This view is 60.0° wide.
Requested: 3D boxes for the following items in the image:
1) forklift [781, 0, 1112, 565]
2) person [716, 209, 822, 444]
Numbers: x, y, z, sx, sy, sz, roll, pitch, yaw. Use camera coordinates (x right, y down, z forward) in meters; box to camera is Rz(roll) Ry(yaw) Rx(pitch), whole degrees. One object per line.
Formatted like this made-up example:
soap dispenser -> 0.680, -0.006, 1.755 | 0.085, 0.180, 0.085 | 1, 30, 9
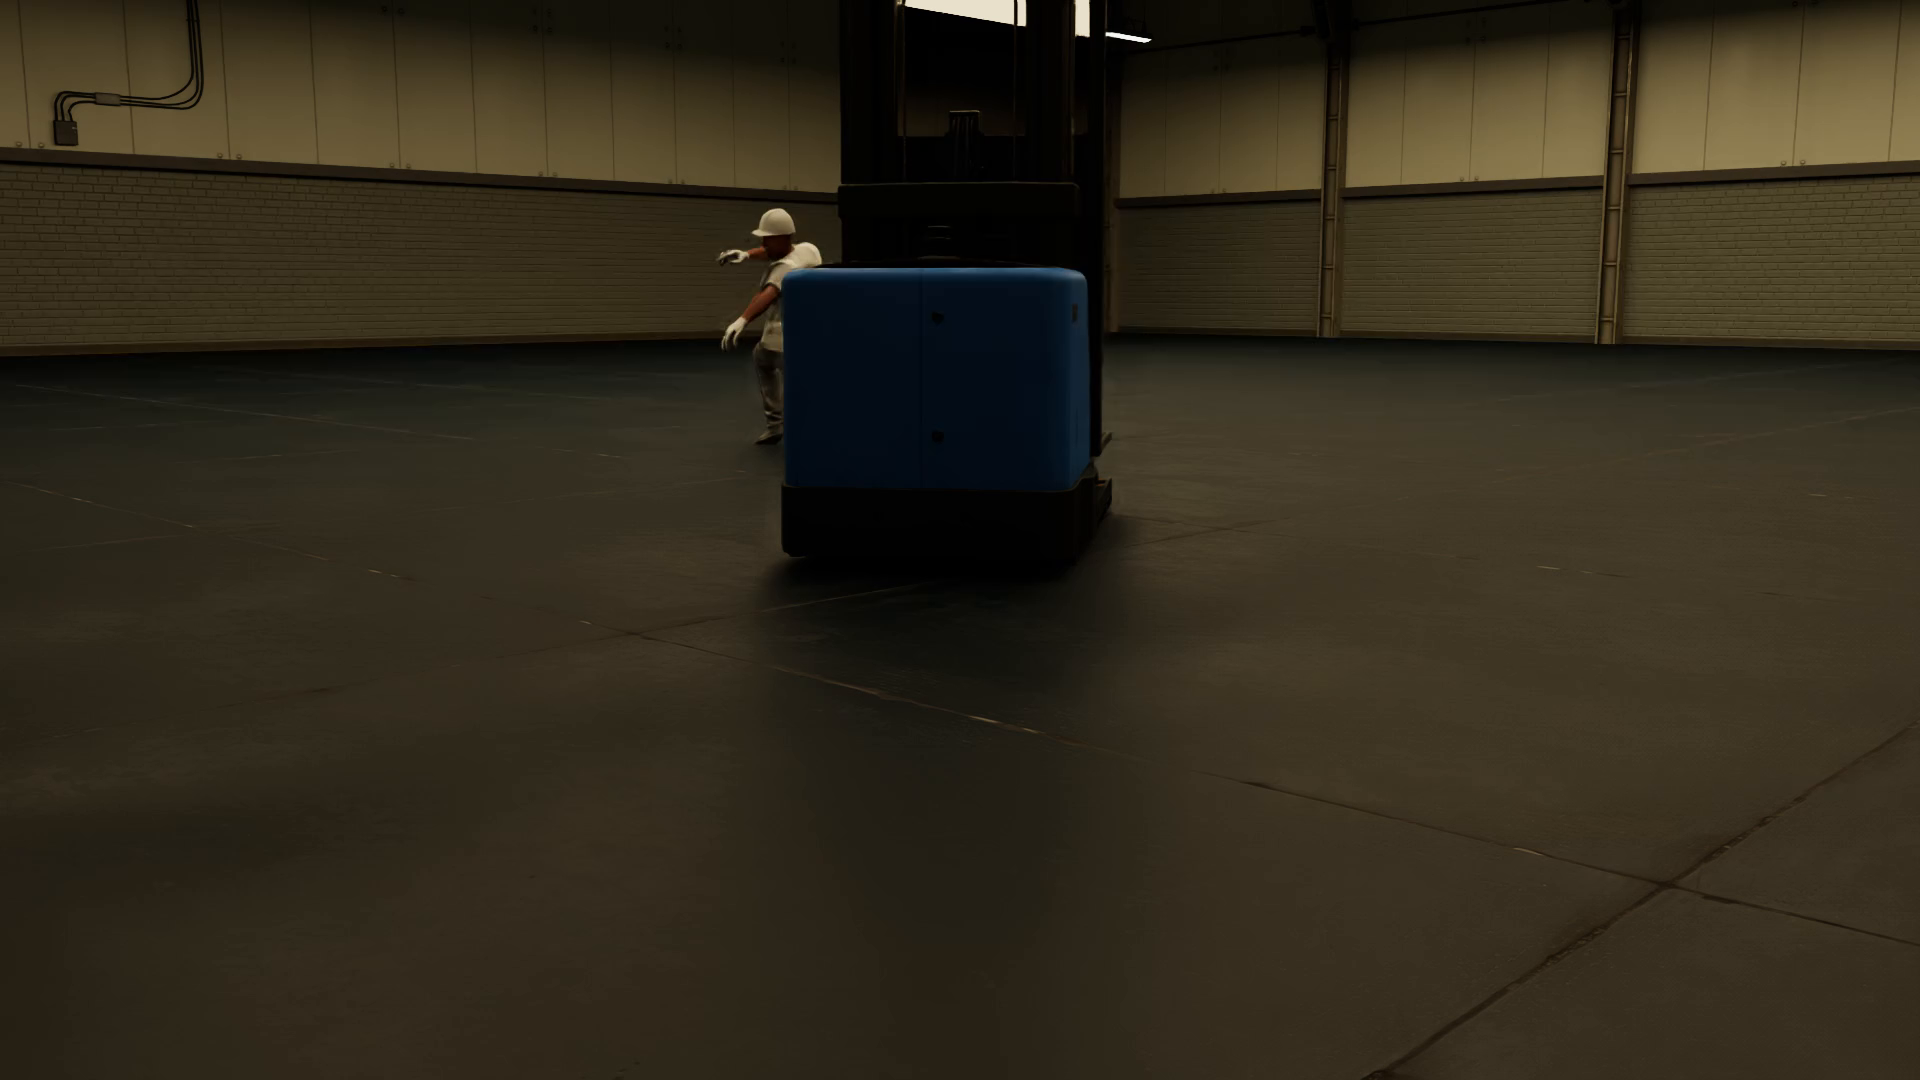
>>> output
forklift -> 0.088, -1.539, 7.097 | 1.130, 2.935, 3.031 | 1, 9, 8
person -> -1.223, -1.291, 10.320 | 0.857, 1.501, 0.993 | -5, 10, -30
